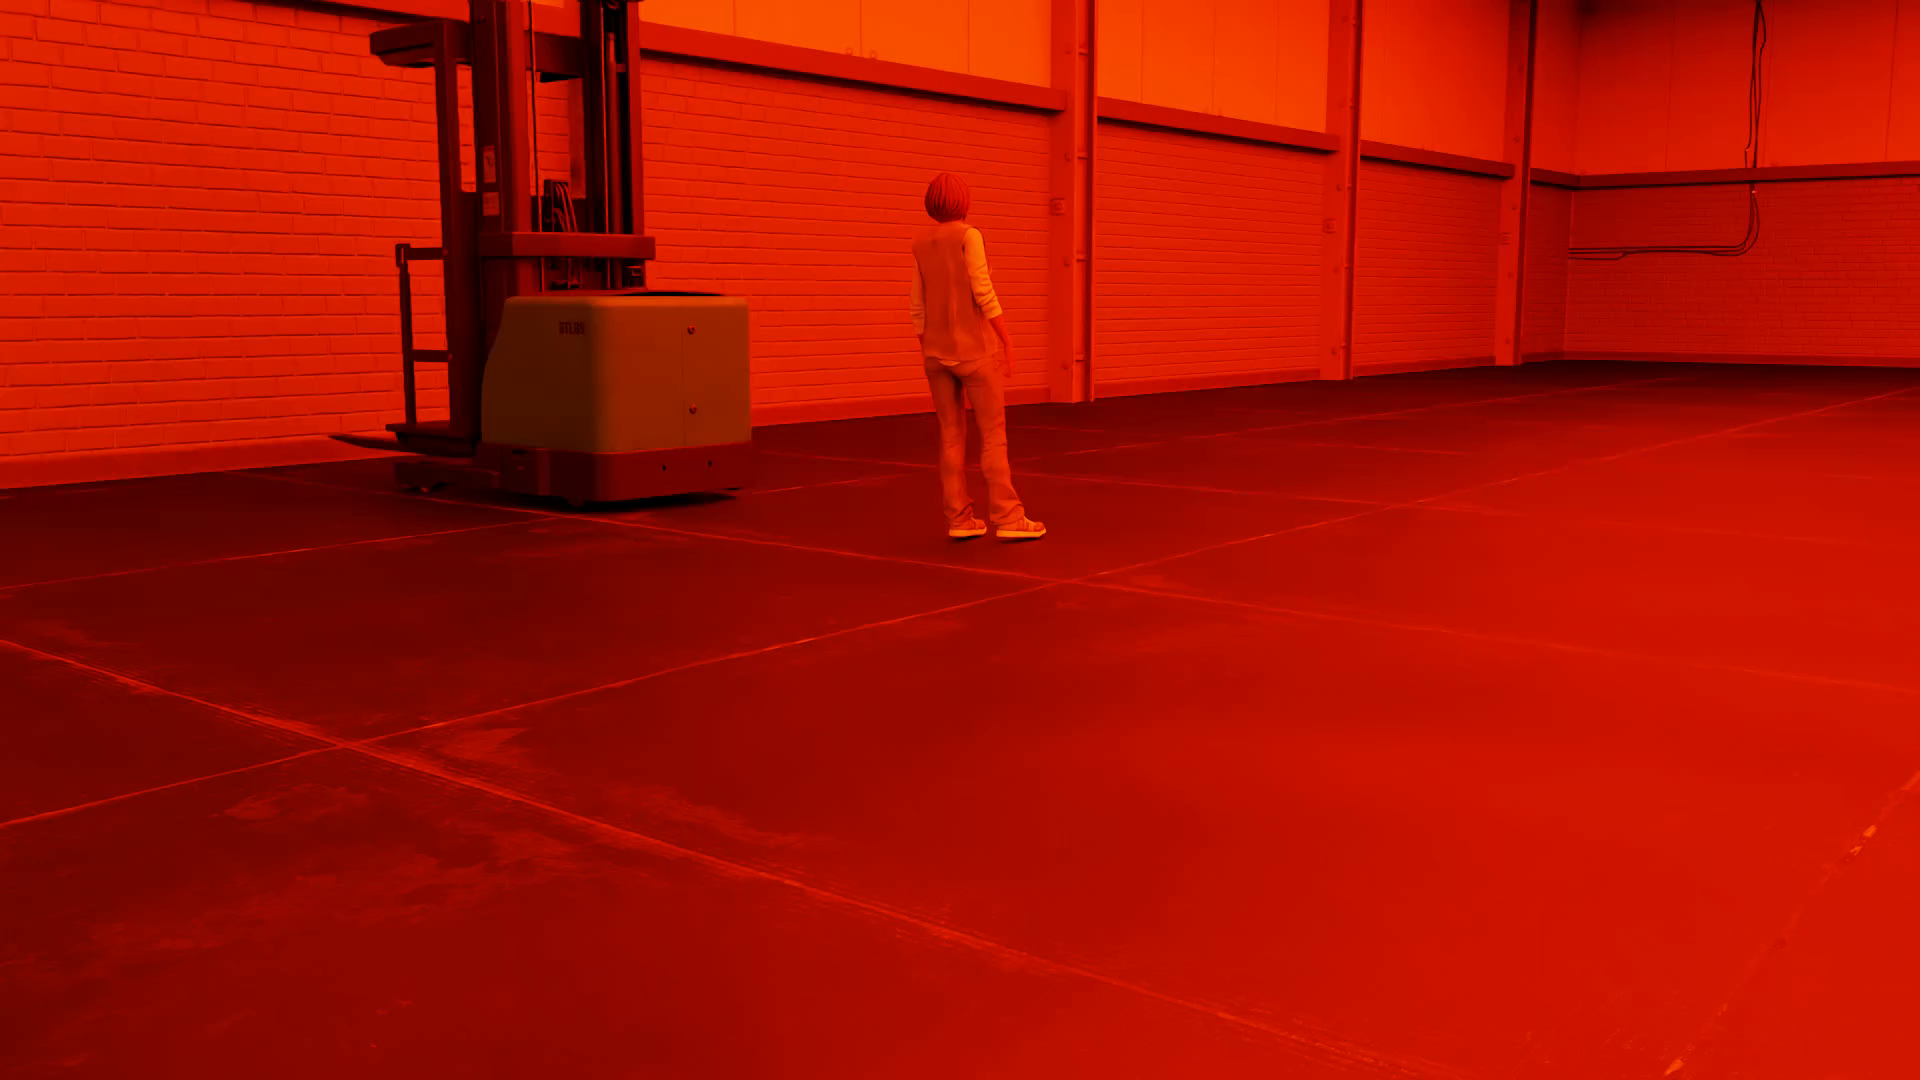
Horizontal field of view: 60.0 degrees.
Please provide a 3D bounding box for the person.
[{"bbox_3d":[0.057,-0.804,7.336,0.521,1.596,0.475,7,11,38],"label":"person"}]

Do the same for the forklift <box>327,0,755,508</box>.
[{"bbox_3d":[-2.541,-1.763,9.329,3.031,2.935,1.130,7,11,41],"label":"forklift"}]
